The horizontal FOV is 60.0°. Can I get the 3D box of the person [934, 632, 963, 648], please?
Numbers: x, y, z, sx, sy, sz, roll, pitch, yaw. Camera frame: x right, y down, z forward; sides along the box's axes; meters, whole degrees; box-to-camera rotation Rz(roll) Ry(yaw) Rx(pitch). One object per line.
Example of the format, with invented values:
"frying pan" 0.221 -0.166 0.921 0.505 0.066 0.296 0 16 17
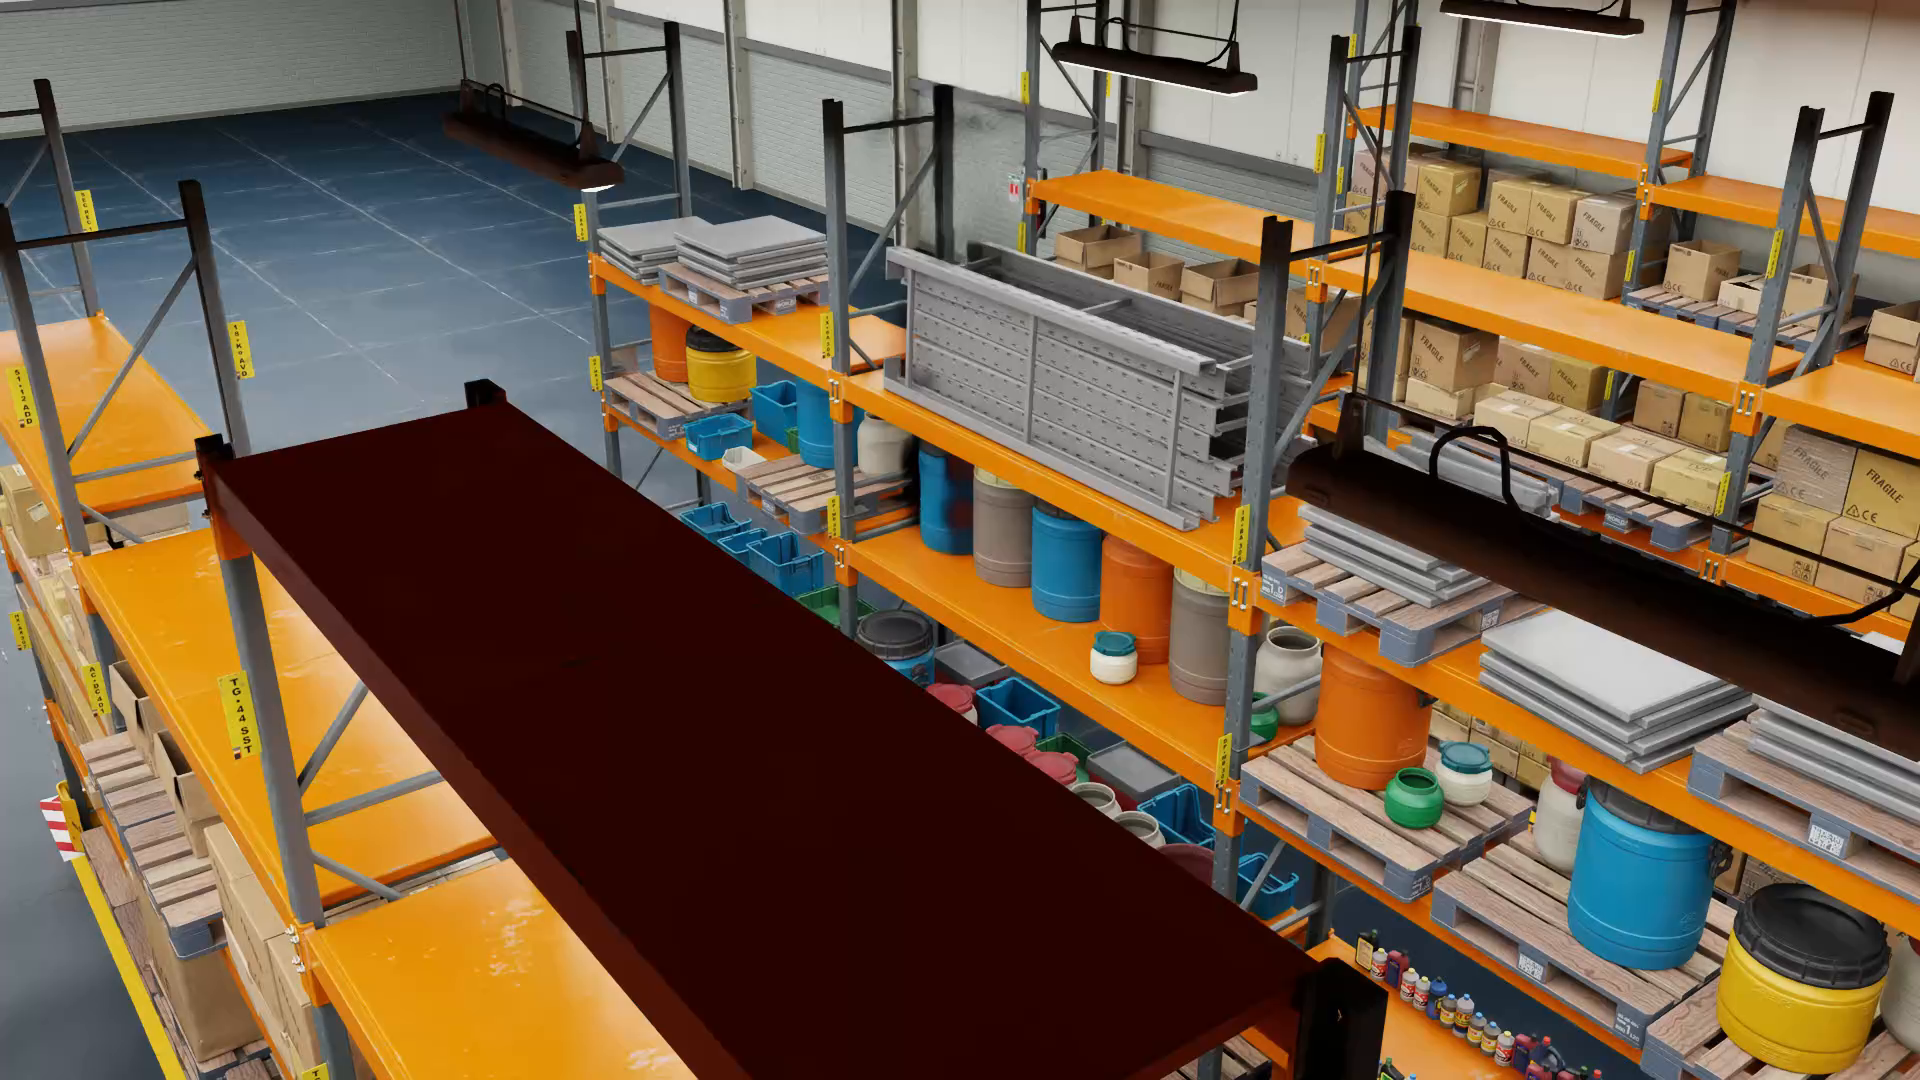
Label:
"person" 0.021 0.848 15.243 0.545 1.601 0.818 -18 30 -34
